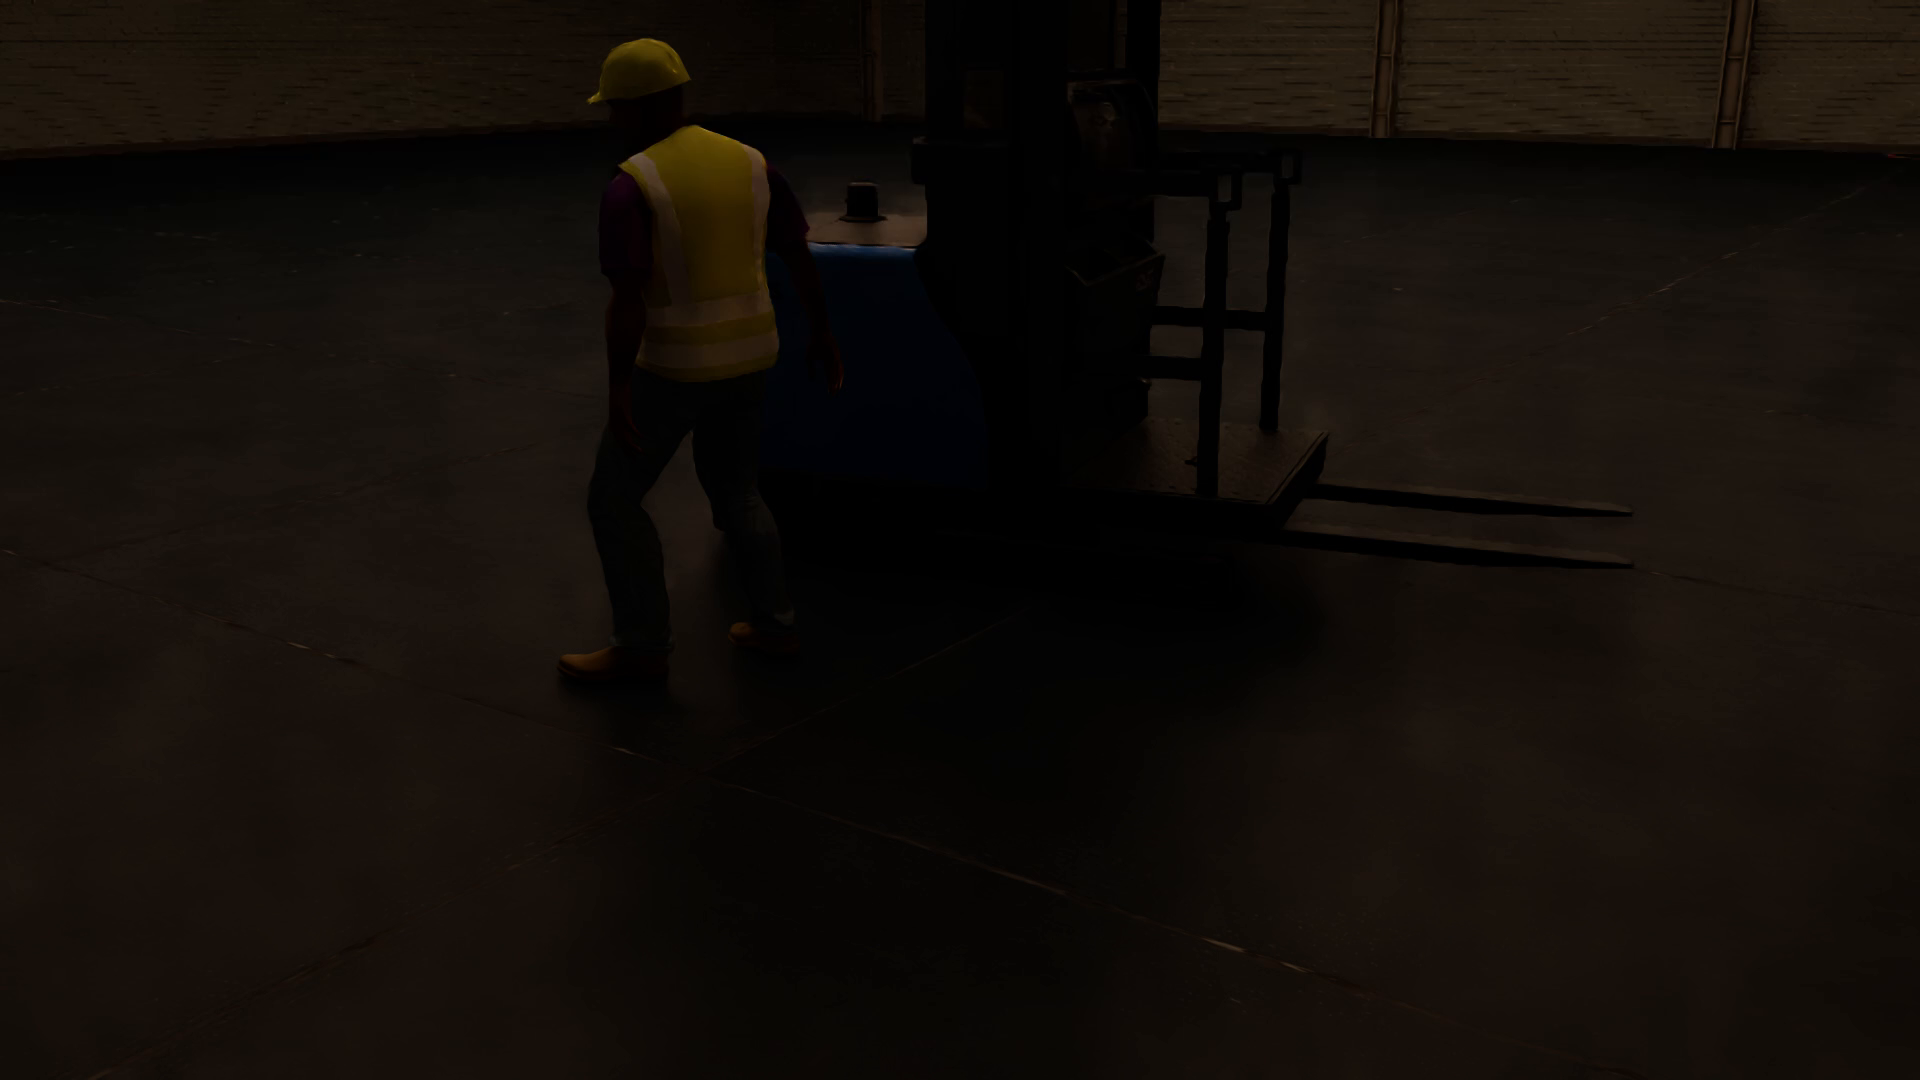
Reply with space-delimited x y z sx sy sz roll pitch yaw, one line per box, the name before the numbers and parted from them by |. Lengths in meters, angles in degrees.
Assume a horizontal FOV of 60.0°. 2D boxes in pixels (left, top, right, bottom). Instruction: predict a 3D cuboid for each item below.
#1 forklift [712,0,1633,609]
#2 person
forklift | 0.696 -1.359 5.378 3.031 2.935 1.130 6 18 20
person | -0.732 -0.492 4.623 0.472 1.733 0.883 15 23 42
